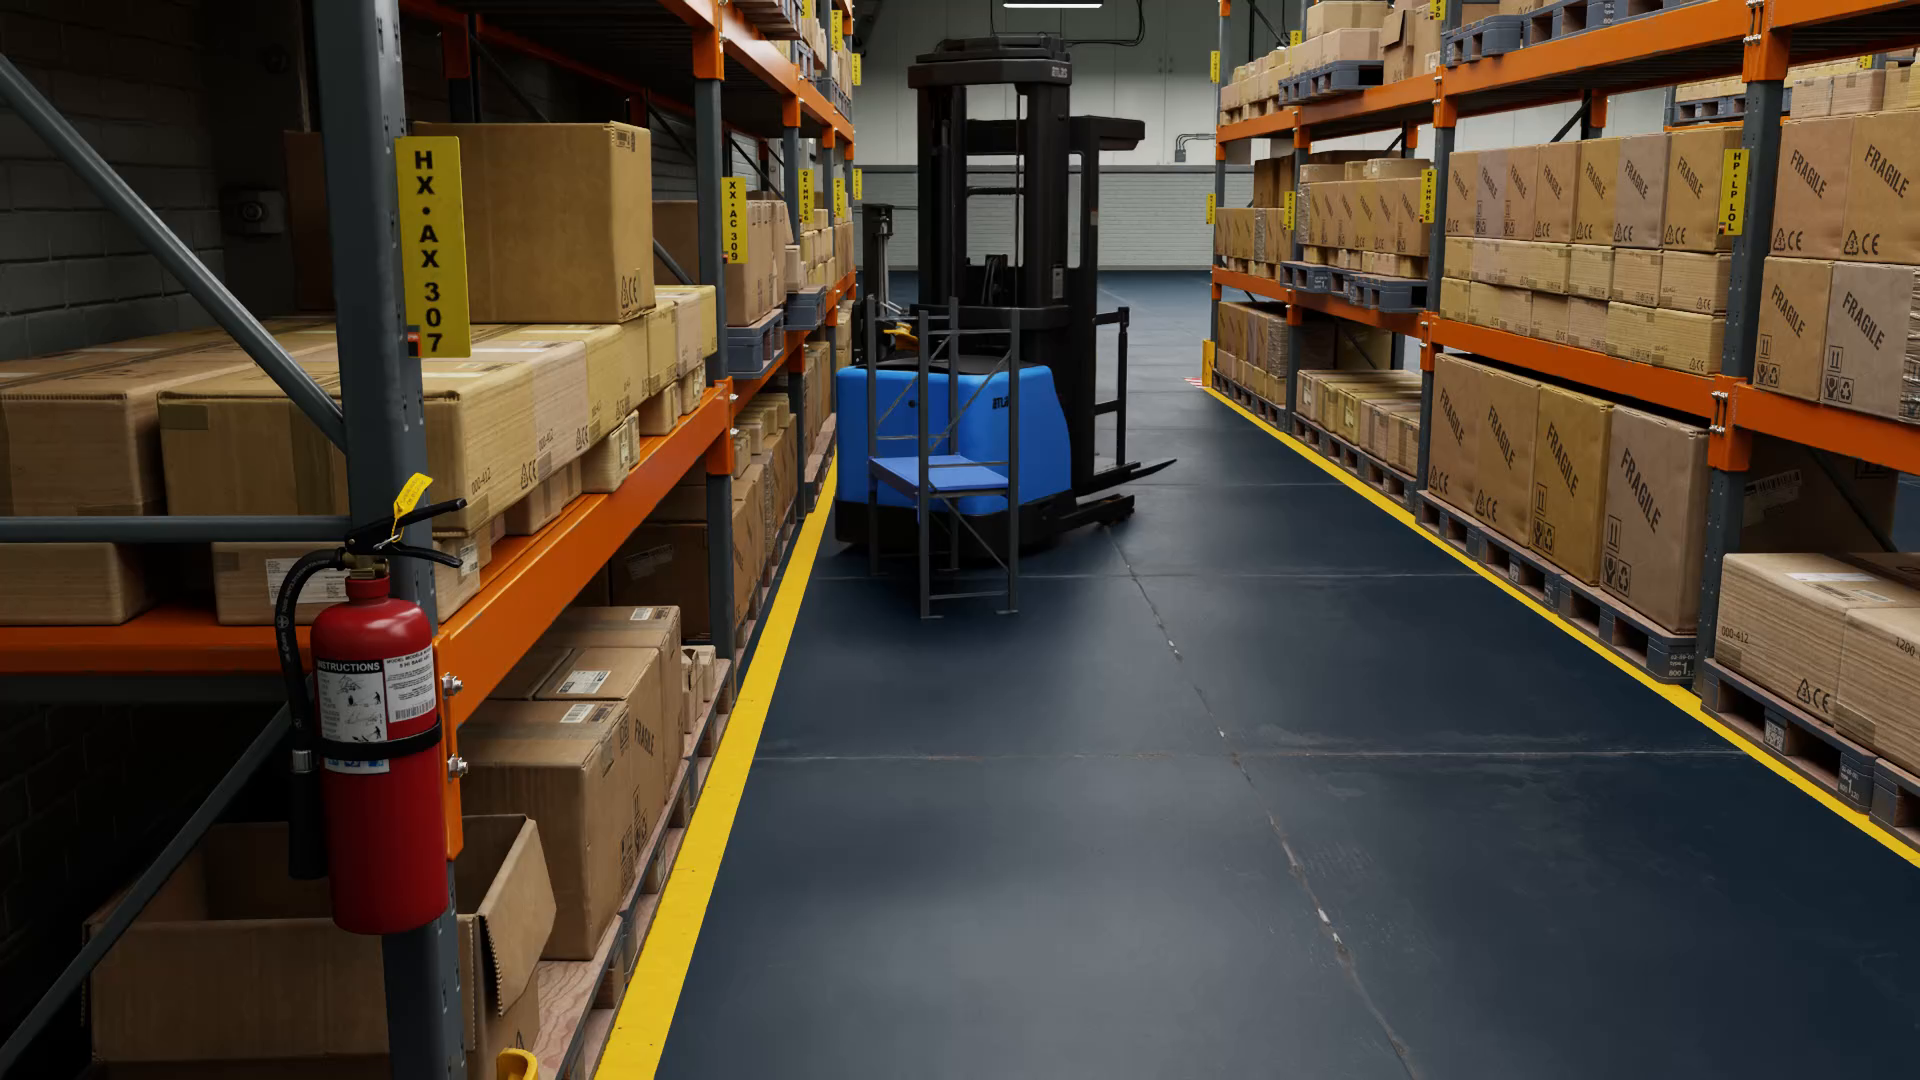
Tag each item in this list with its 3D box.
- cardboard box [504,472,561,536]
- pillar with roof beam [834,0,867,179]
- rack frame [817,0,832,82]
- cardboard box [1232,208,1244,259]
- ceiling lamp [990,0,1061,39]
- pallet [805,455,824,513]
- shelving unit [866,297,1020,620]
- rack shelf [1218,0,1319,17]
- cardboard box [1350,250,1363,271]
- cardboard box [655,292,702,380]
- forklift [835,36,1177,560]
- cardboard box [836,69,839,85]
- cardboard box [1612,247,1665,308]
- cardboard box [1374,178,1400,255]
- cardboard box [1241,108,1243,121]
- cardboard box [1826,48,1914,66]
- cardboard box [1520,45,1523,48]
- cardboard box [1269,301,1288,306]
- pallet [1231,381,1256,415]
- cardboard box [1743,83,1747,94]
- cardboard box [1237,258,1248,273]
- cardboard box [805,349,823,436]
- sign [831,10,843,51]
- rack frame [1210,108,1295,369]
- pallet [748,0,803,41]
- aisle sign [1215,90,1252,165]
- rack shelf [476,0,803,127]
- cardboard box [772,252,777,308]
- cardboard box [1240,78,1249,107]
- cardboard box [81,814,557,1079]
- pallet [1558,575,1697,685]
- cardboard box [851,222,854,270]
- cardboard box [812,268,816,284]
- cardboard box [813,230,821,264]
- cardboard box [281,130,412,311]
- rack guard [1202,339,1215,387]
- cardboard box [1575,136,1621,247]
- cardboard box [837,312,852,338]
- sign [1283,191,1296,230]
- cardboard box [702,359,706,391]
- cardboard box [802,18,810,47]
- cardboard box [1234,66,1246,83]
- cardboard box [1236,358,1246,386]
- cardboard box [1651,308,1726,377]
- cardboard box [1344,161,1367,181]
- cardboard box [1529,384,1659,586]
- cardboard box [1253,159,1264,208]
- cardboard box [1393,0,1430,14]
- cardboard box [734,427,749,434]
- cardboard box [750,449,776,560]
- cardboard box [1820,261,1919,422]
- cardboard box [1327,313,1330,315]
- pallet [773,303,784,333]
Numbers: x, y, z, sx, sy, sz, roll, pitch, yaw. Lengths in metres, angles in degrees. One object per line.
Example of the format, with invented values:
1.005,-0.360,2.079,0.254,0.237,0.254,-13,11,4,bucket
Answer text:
-1.100,-0.105,3.665,0.380,0.149,0.250,0,11,1,cardboard box
1.258,-10.776,40.541,9.100,9.000,0.548,0,11,-1,pillar with roof beam
-1.580,-5.334,13.719,1.000,3.000,0.127,0,11,-1,rack frame
3.058,-3.106,16.824,0.500,0.500,0.500,0,11,-2,cardboard box
1.659,-14.063,42.063,2.000,3.185,0.800,0,11,-1,ceiling lamp
-1.476,-0.396,11.481,1.003,0.211,1.213,0,11,-1,pallet
-0.106,-0.458,8.546,0.538,1.500,1.048,-3,12,-17,shelving unit
3.341,-5.399,15.855,1.077,0.370,4.000,0,11,-1,rack shelf
3.112,-2.075,12.317,0.380,0.149,0.250,-1,11,-3,cardboard box
-1.135,-0.676,5.478,0.500,0.250,0.500,0,11,-1,cardboard box
0.466,-1.570,10.425,1.130,2.935,3.031,7,13,31,forklift
-1.302,-4.239,15.190,0.380,0.149,0.250,0,11,1,cardboard box
3.278,-1.183,7.463,0.500,0.250,0.500,0,11,0,cardboard box
3.156,-2.213,11.366,0.500,0.500,0.500,0,11,-2,cardboard box
3.078,-4.336,16.977,0.380,0.149,0.250,0,11,-2,cardboard box
8.062,-4.350,14.732,0.500,0.250,0.500,0,11,-2,cardboard box
3.623,-3.138,10.778,0.396,0.266,0.258,0,11,-1,cardboard box
3.577,-2.278,17.717,0.500,0.500,0.500,0,11,-1,cardboard box
3.305,-1.425,16.553,1.003,0.211,1.213,0,11,-1,pallet
7.965,-4.482,16.385,0.380,0.149,0.250,0,11,-1,cardboard box
3.042,-2.814,17.016,0.380,0.149,0.250,0,11,0,cardboard box
-1.550,-1.178,13.239,0.875,0.625,0.625,0,11,-2,cardboard box
-1.038,-4.276,13.956,0.100,0.325,0.005,0,11,-1,sign
3.300,-3.210,18.339,1.000,3.000,0.127,0,11,-1,rack frame
-1.383,-2.518,7.854,1.213,0.211,1.003,0,11,-1,pallet
2.988,-4.496,18.135,0.394,0.787,0.004,0,11,-1,aisle sign
-1.456,-2.319,8.210,1.077,0.370,4.000,0,11,-1,rack shelf
-1.060,-1.222,7.818,0.396,0.266,0.258,0,11,2,cardboard box
3.080,-4.449,16.529,0.500,0.250,0.500,0,11,1,cardboard box
-1.250,0.887,3.366,0.797,0.503,0.637,-1,11,-3,cardboard box
3.456,0.388,7.613,1.003,0.211,1.213,0,11,-1,pallet
-1.390,-3.142,17.748,0.500,0.500,0.500,0,11,-2,cardboard box
-1.286,-1.817,11.849,0.500,0.250,0.500,-1,11,-3,cardboard box
-1.300,-2.165,12.305,0.500,0.250,0.500,0,11,0,cardboard box
-1.650,-0.947,4.924,0.500,0.500,0.500,-1,11,-3,cardboard box
3.301,-1.970,18.514,1.175,0.500,0.348,0,11,-1,rack guard
3.278,-1.656,7.909,0.500,0.500,0.500,0,11,1,cardboard box
-1.299,-2.040,15.917,0.500,0.250,0.500,0,11,1,cardboard box
2.840,-2.836,14.316,0.100,0.325,0.005,0,11,-1,sign
-1.156,-0.618,6.195,0.380,0.149,0.250,0,11,0,cardboard box
-1.379,-3.618,11.244,0.700,0.500,0.500,0,11,-2,cardboard box
2.998,-4.726,16.894,0.380,0.149,0.250,0,11,-1,cardboard box
3.067,-1.697,16.740,0.500,0.250,0.500,1,11,3,cardboard box
3.286,-0.840,7.031,0.500,0.250,0.500,-1,11,-3,cardboard box
3.164,-2.823,12.744,0.380,0.149,0.250,0,11,2,cardboard box
3.428,-0.292,8.242,0.875,0.875,0.875,0,11,0,cardboard box
3.528,-3.795,17.704,0.700,0.500,0.500,-1,11,-3,cardboard box
3.565,-3.945,12.481,0.500,0.250,0.500,0,11,0,cardboard box
-1.281,-0.488,8.519,0.380,0.149,0.250,0,11,-1,cardboard box
-1.231,-0.190,8.682,0.500,0.500,0.500,-1,11,-3,cardboard box
3.302,-0.680,5.613,0.500,0.500,0.500,0,11,-1,cardboard box
3.685,-2.205,15.723,0.380,0.149,0.250,0,11,1,cardboard box
-1.453,-1.118,8.510,1.003,0.211,1.213,0,11,-1,pallet
